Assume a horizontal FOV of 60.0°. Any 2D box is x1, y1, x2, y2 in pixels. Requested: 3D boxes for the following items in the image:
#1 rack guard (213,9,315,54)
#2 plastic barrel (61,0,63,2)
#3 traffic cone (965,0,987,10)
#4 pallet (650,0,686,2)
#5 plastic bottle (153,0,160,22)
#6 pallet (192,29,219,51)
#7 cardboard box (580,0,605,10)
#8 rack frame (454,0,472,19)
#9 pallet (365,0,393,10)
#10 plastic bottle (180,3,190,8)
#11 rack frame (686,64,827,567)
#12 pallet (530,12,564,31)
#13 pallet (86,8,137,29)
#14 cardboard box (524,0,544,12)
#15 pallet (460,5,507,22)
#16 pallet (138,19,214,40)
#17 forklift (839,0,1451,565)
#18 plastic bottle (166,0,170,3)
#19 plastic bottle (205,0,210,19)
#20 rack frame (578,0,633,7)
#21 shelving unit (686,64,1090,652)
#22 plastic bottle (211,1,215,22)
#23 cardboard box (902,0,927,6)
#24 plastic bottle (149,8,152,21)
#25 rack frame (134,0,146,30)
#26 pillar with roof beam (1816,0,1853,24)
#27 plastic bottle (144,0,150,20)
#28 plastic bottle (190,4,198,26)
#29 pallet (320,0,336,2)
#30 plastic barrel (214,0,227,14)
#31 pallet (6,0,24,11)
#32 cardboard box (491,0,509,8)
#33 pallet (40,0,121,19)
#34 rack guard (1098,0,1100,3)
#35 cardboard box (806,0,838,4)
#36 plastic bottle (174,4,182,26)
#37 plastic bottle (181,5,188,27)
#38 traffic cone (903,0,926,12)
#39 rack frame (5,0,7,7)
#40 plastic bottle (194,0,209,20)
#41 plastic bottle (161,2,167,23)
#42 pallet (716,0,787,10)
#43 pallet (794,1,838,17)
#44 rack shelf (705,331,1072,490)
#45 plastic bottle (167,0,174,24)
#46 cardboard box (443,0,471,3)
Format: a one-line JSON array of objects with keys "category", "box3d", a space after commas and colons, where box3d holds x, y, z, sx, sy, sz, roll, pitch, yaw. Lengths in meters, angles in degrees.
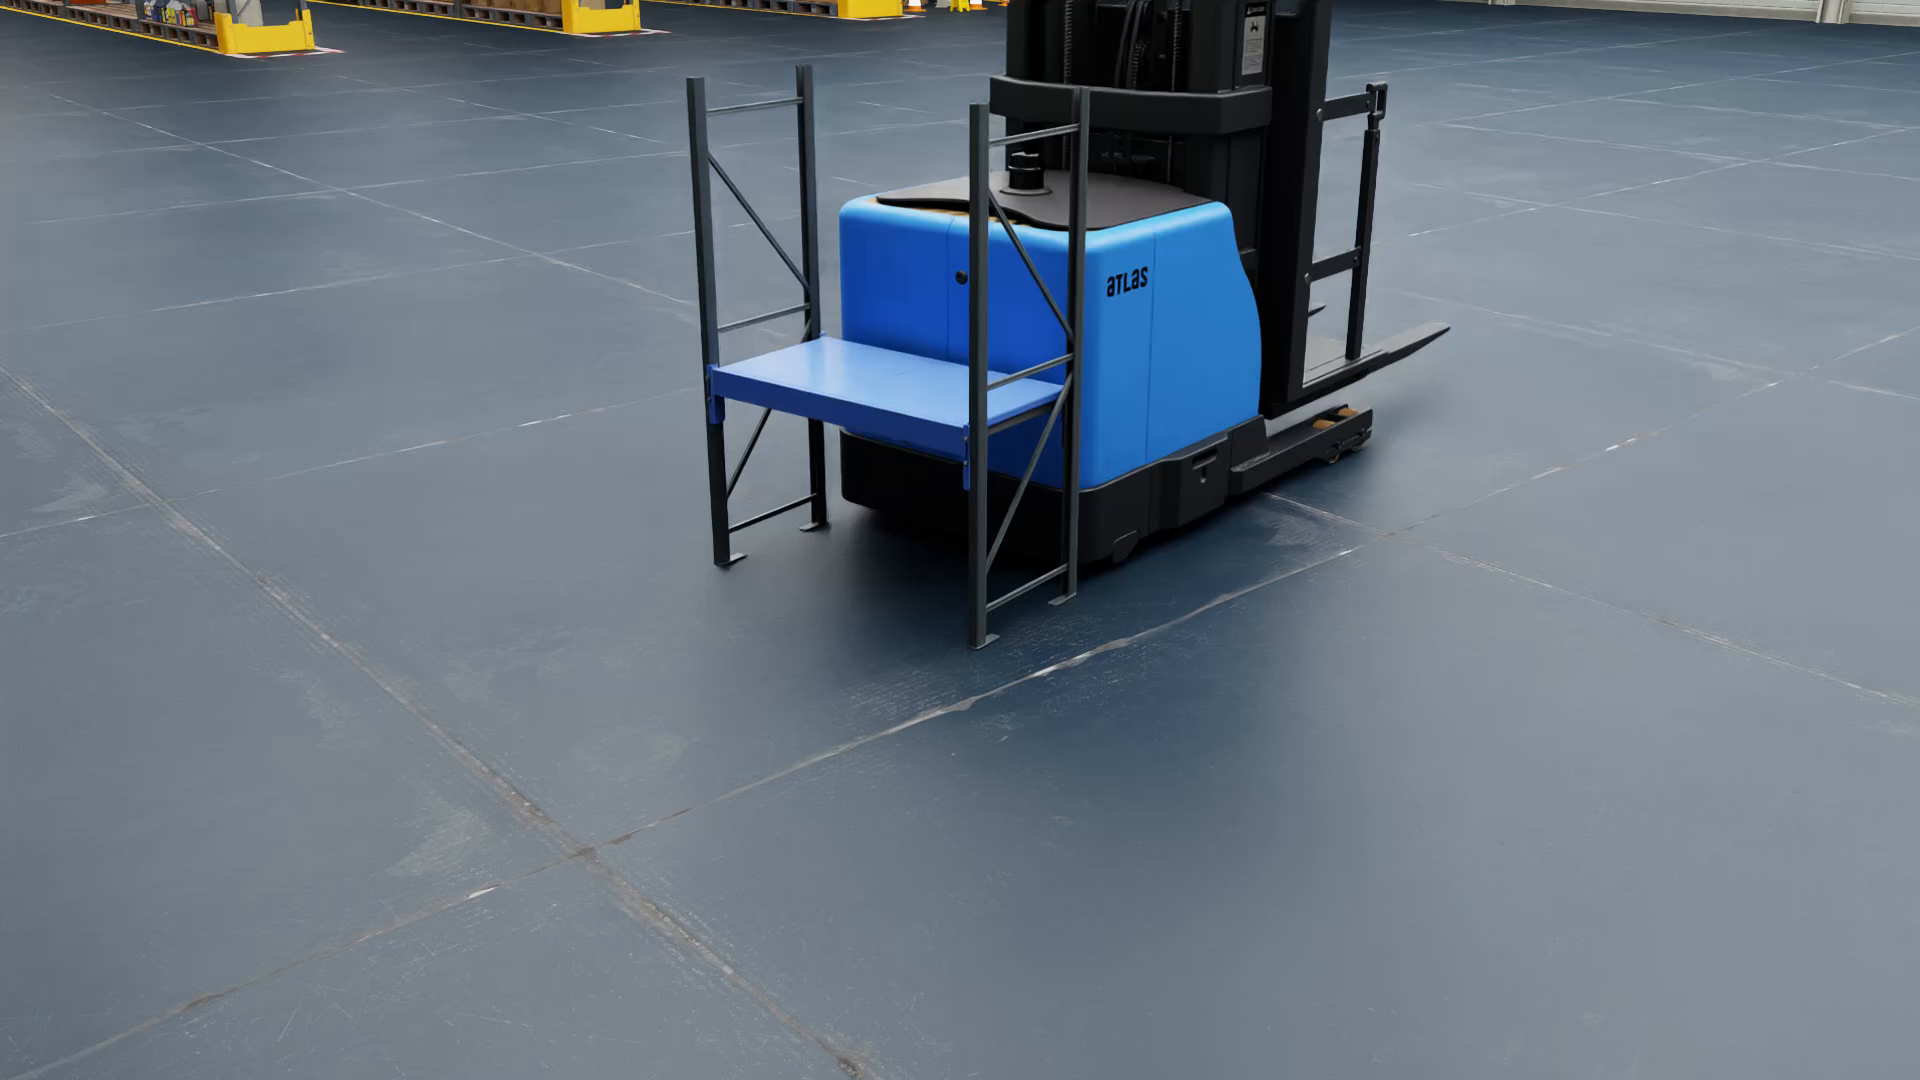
[{"category": "rack guard", "box3d": [-9.182, -6.724, 21.967, 1.175, 0.500, 0.348, -17, 27, -37]}, {"category": "plastic barrel", "box3d": [-15.087, -9.392, 28.185, 0.421, 0.512, 0.421, 0, 21, 0]}, {"category": "traffic cone", "box3d": [0.286, -9.689, 29.587, 0.336, 0.463, 0.334, -17, 27, -37]}, {"category": "pallet", "box3d": [-5.493, -10.550, 32.129, 1.003, 0.211, 1.213, -17, 27, -37]}, {"category": "plastic bottle", "box3d": [-11.495, -7.633, 23.889, 0.144, 0.351, 0.185, -17, 27, -36]}, {"category": "pallet", "box3d": [-9.708, -6.816, 22.596, 1.003, 0.211, 1.213, -17, 27, -37]}, {"category": "cardboard box", "box3d": [-5.739, -8.266, 25.326, 0.500, 0.500, 0.500, -12, 24, -28]}, {"category": "rack frame", "box3d": [-7.955, -10.163, 27.318, 1.000, 3.000, 0.127, -17, 27, -37]}, {"category": "pallet", "box3d": [-10.057, -9.753, 30.096, 1.003, 0.211, 1.213, -17, 27, -37]}, {"category": "plastic bottle", "box3d": [-10.999, -7.471, 23.577, 0.152, 0.276, 0.135, -17, 27, -37]}, {"category": "rack frame", "box3d": [-0.615, -0.687, 5.181, 0.032, 1.500, 0.500, 16, 26, 35]}, {"category": "pallet", "box3d": [-5.898, -8.013, 25.653, 1.003, 0.211, 1.213, -17, 27, -37]}, {"category": "pallet", "box3d": [-13.050, -8.230, 26.207, 1.003, 0.211, 1.213, -17, 27, -37]}, {"category": "cardboard box", "box3d": [-6.550, -8.600, 26.180, 0.500, 0.500, 0.500, -14, 26, -33]}, {"category": "pallet", "box3d": [-7.490, -8.687, 27.374, 1.003, 0.211, 1.213, -17, 27, -37]}, {"category": "pallet", "box3d": [-11.301, -7.490, 24.317, 1.003, 0.211, 1.213, -17, 27, -37]}, {"category": "forklift", "box3d": [0.924, -1.751, 5.936, 1.130, 2.935, 3.031, 17, 27, 37]}, {"category": "plastic bottle", "box3d": [-11.386, -7.668, 23.976, 0.144, 0.351, 0.185, -17, 27, -37]}, {"category": "plastic bottle", "box3d": [-10.944, -7.793, 24.296, 0.144, 0.351, 0.185, -19, 28, -40]}, {"category": "rack frame", "box3d": [-5.344, -9.058, 24.496, 1.000, 3.000, 0.127, -17, 27, -37]}, {"category": "shelving unit", "box3d": [-0.214, -0.573, 4.891, 1.048, 1.500, 0.538, 16, 26, 35]}, {"category": "plastic bottle", "box3d": [-10.710, -7.601, 23.898, 0.061, 0.283, 0.133, -17, 27, -37]}, {"category": "cardboard box", "box3d": [-0.901, -10.137, 30.675, 0.637, 0.503, 0.797, 3, 22, 9]}, {"category": "plastic bottle", "box3d": [-11.699, -7.637, 24.103, 0.097, 0.201, 0.097, 0, 21, 0]}, {"category": "rack frame", "box3d": [-11.708, -8.984, 24.308, 1.000, 3.000, 0.127, -17, 27, -37]}, {"category": "pillar with roof beam", "box3d": [10.721, -11.459, 22.403, 9.100, 9.000, 0.400, -17, 27, -37]}, {"category": "plastic bottle", "box3d": [-11.832, -7.726, 24.234, 0.097, 0.271, 0.097, 0, 21, 0]}, {"category": "plastic bottle", "box3d": [-10.691, -7.323, 23.190, 0.061, 0.283, 0.133, -17, 27, -37]}, {"category": "pallet", "box3d": [-11.816, -10.542, 32.110, 1.003, 0.211, 1.213, -17, 27, -37]}, {"category": "plastic barrel", "box3d": [-9.911, -7.218, 22.634, 0.421, 0.512, 0.421, 0, 21, 0]}, {"category": "pallet", "box3d": [-16.458, -9.672, 29.890, 1.003, 0.211, 1.213, -17, 27, -37]}, {"category": "cardboard box", "box3d": [-7.345, -8.918, 26.991, 0.500, 0.500, 0.500, -9, 23, -21]}, {"category": "pallet", "box3d": [-14.865, -8.998, 28.168, 1.003, 0.211, 1.213, -17, 27, -37]}, {"category": "rack guard", "box3d": [2.113, -10.274, 31.029, 1.175, 0.500, 0.348, -17, 27, -37]}, {"category": "cardboard box", "box3d": [-2.014, -9.588, 28.189, 0.875, 0.875, 0.875, -17, 27, -37]}, {"category": "plastic bottle", "box3d": [-10.862, -7.333, 23.224, 0.152, 0.276, 0.135, -18, 28, -39]}, {"category": "plastic bottle", "box3d": [-10.718, -7.250, 23.001, 0.061, 0.283, 0.133, -17, 27, -36]}, {"category": "traffic cone", "box3d": [-0.792, -9.514, 29.140, 0.336, 0.463, 0.334, -17, 27, -37]}, {"category": "rack frame", "box3d": [-16.930, -11.194, 29.951, 1.000, 3.000, 0.127, -17, 27, -37]}, {"category": "plastic bottle", "box3d": [-11.040, -7.716, 24.202, 0.152, 0.276, 0.135, -17, 27, -37]}, {"category": "plastic bottle", "box3d": [-11.296, -7.494, 23.626, 0.061, 0.283, 0.133, -16, 26, -35]}, {"category": "pallet", "box3d": [-3.695, -9.788, 30.186, 1.003, 0.211, 1.213, -17, 27, -37]}, {"category": "pallet", "box3d": [-2.102, -9.114, 28.465, 1.003, 0.211, 1.213, -17, 27, -37]}, {"category": "rack shelf", "box3d": [-0.214, -0.406, 4.956, 1.000, 0.185, 0.538, 16, 26, 35]}, {"category": "plastic bottle", "box3d": [-11.094, -7.464, 23.456, 0.144, 0.351, 0.185, -18, 27, -38]}, {"category": "cardboard box", "box3d": [-8.340, -9.378, 28.140, 0.500, 0.500, 0.700, 20, 29, 41]}]
